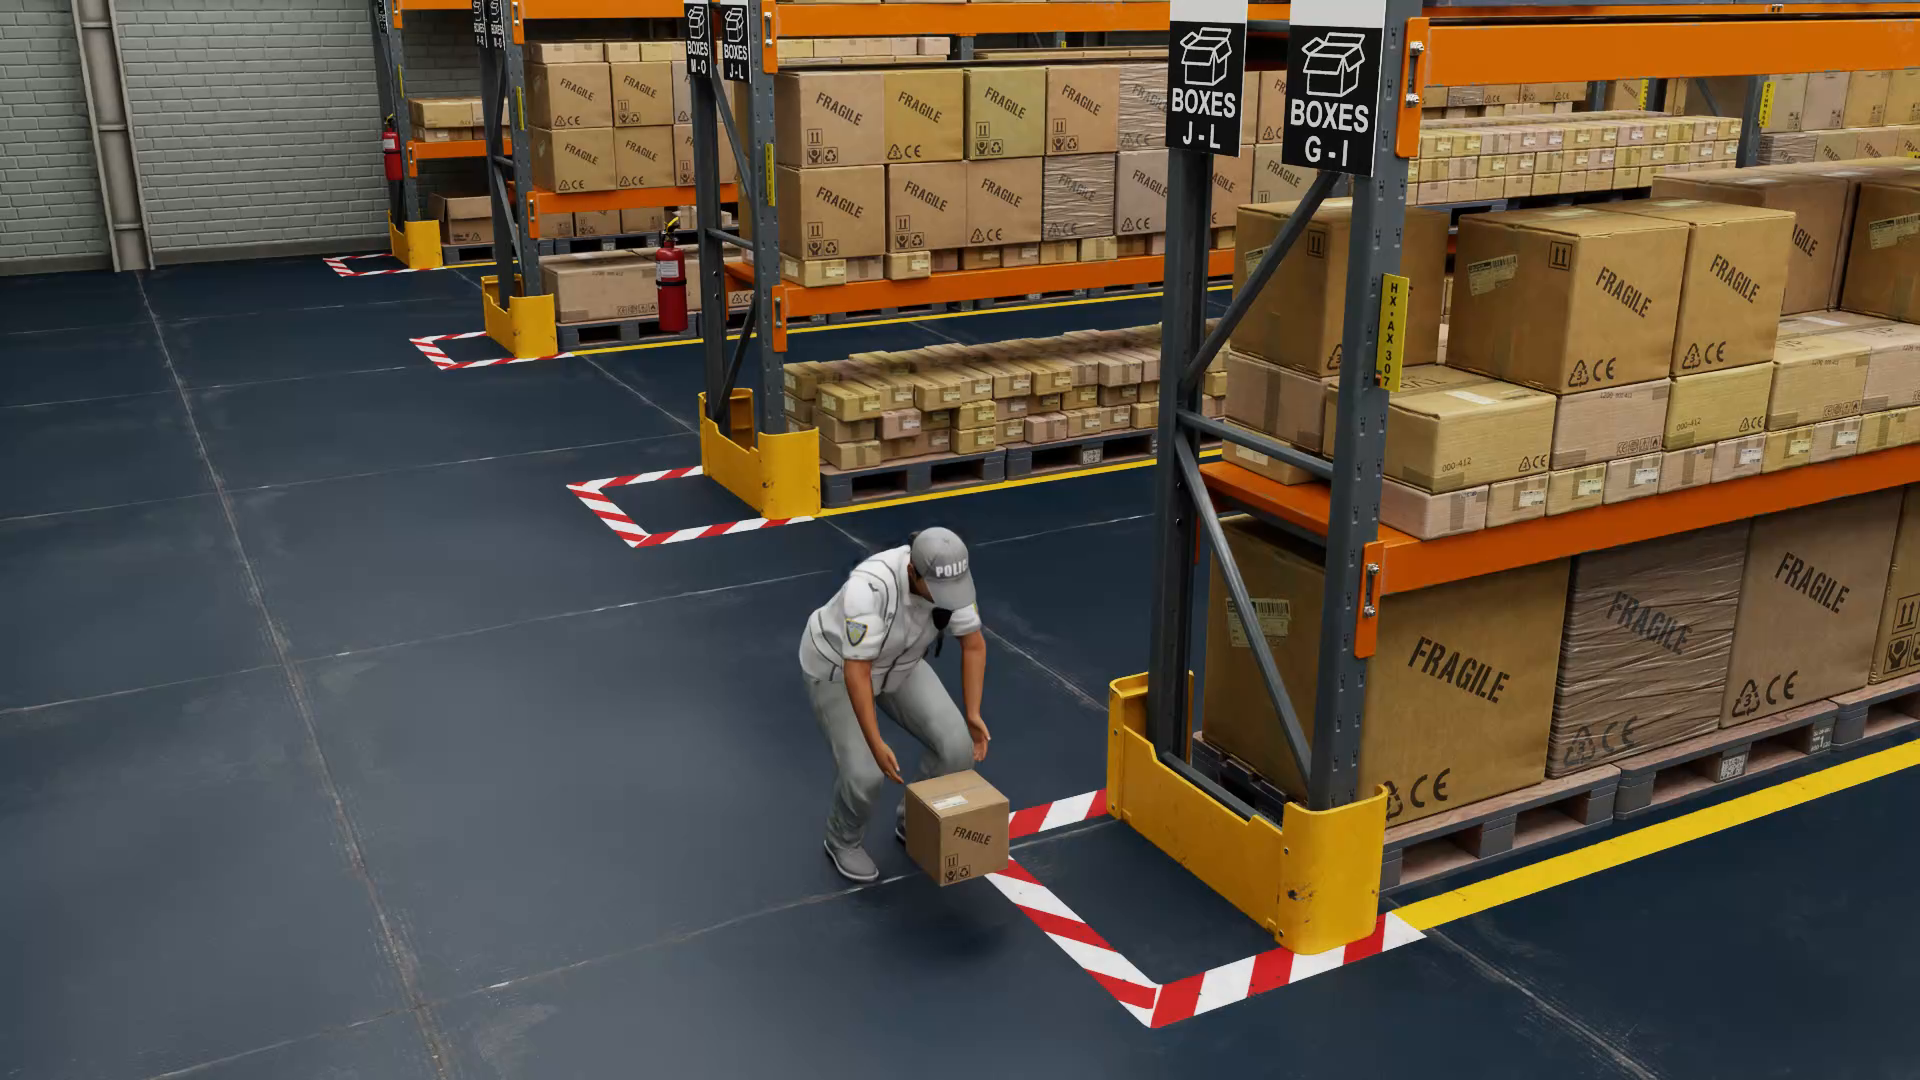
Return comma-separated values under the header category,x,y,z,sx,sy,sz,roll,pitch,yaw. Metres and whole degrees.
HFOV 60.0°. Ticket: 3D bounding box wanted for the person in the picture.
category,x,y,z,sx,sy,sz,roll,pitch,yaw
person,-0.204,0.510,5.633,0.531,1.296,0.771,-11,21,-29
